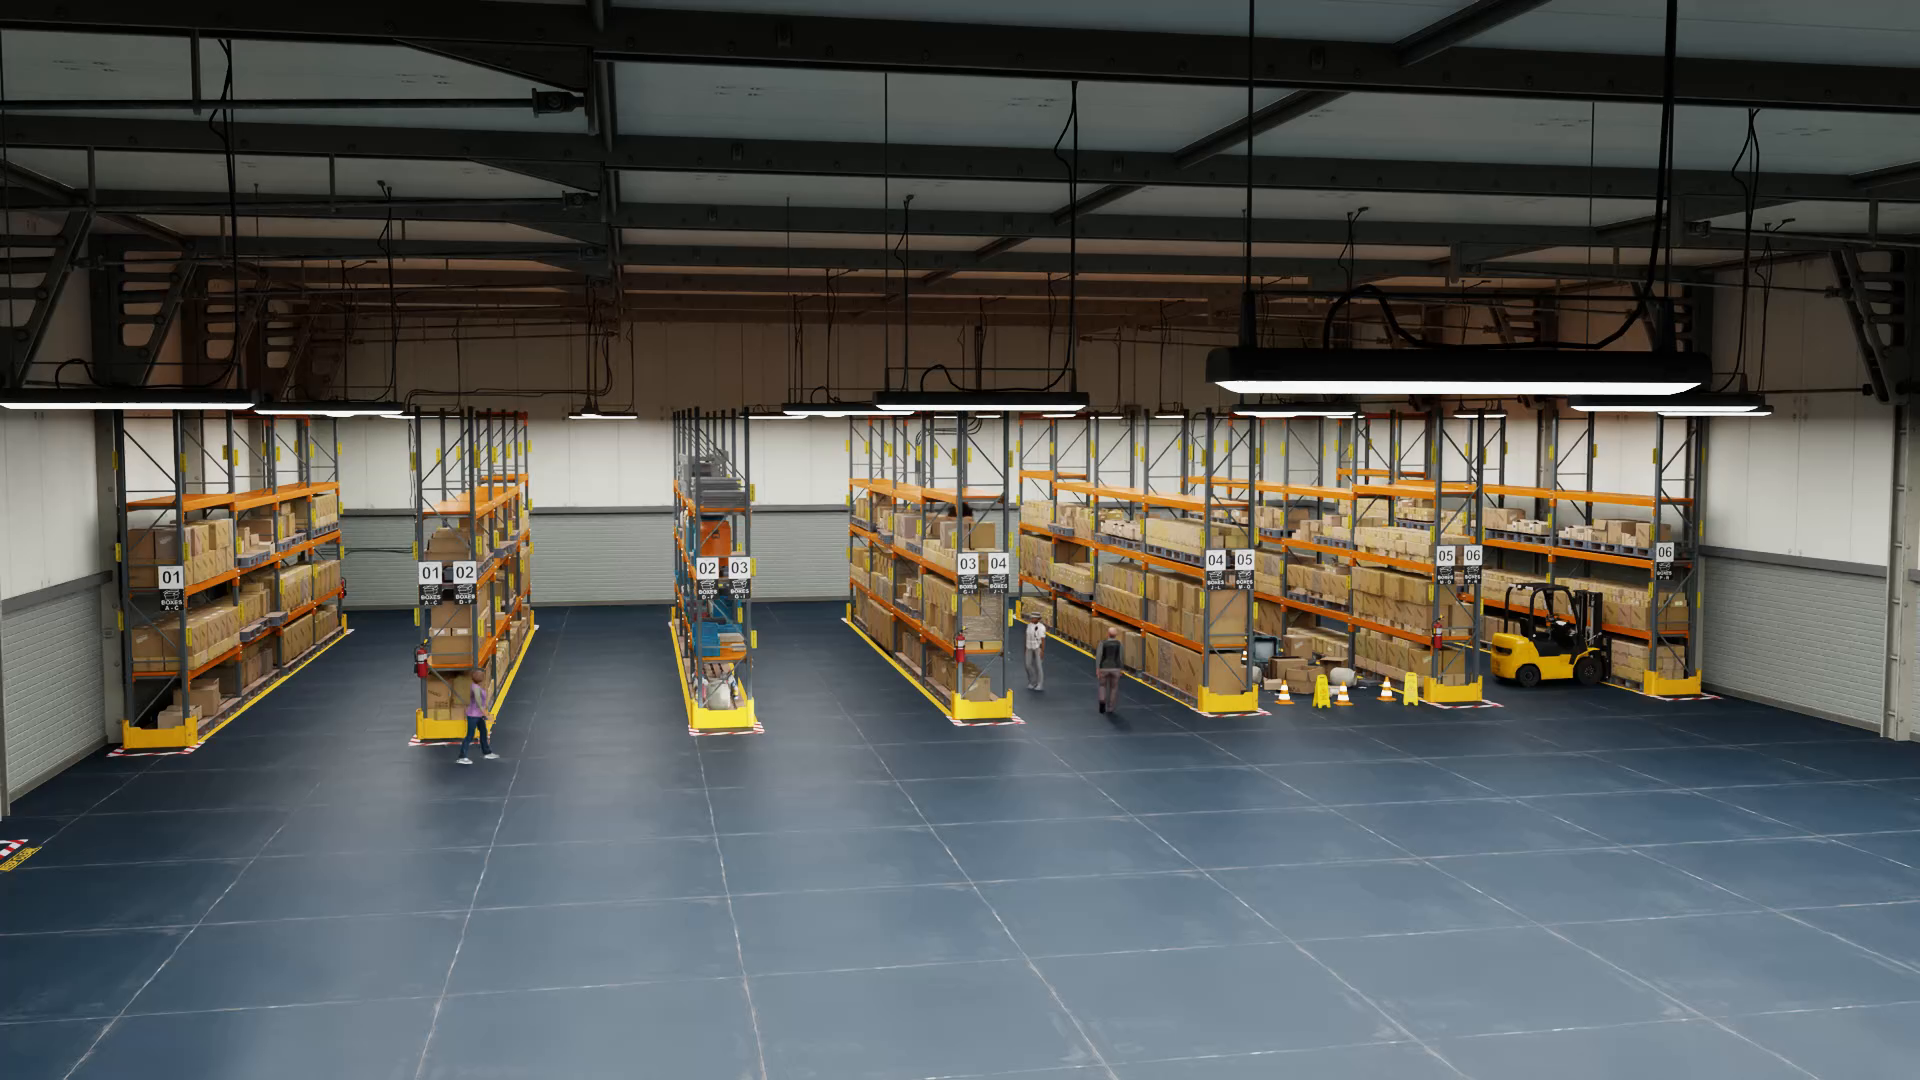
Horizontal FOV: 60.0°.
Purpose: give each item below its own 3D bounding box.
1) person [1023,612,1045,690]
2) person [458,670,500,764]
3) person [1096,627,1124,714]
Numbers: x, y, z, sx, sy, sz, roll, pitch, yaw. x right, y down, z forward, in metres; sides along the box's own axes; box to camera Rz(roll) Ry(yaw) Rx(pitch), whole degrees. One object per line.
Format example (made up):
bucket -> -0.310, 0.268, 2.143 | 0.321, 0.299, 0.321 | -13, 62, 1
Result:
person -> 1.589, 2.377, 35.680 | 0.539, 1.693, 0.396 | 3, 5, 35
person -> -8.112, 2.955, 27.969 | 0.636, 1.576, 0.580 | -1, 4, -9
person -> 2.931, 2.545, 32.451 | 0.534, 1.706, 0.502 | 1, 4, 14
